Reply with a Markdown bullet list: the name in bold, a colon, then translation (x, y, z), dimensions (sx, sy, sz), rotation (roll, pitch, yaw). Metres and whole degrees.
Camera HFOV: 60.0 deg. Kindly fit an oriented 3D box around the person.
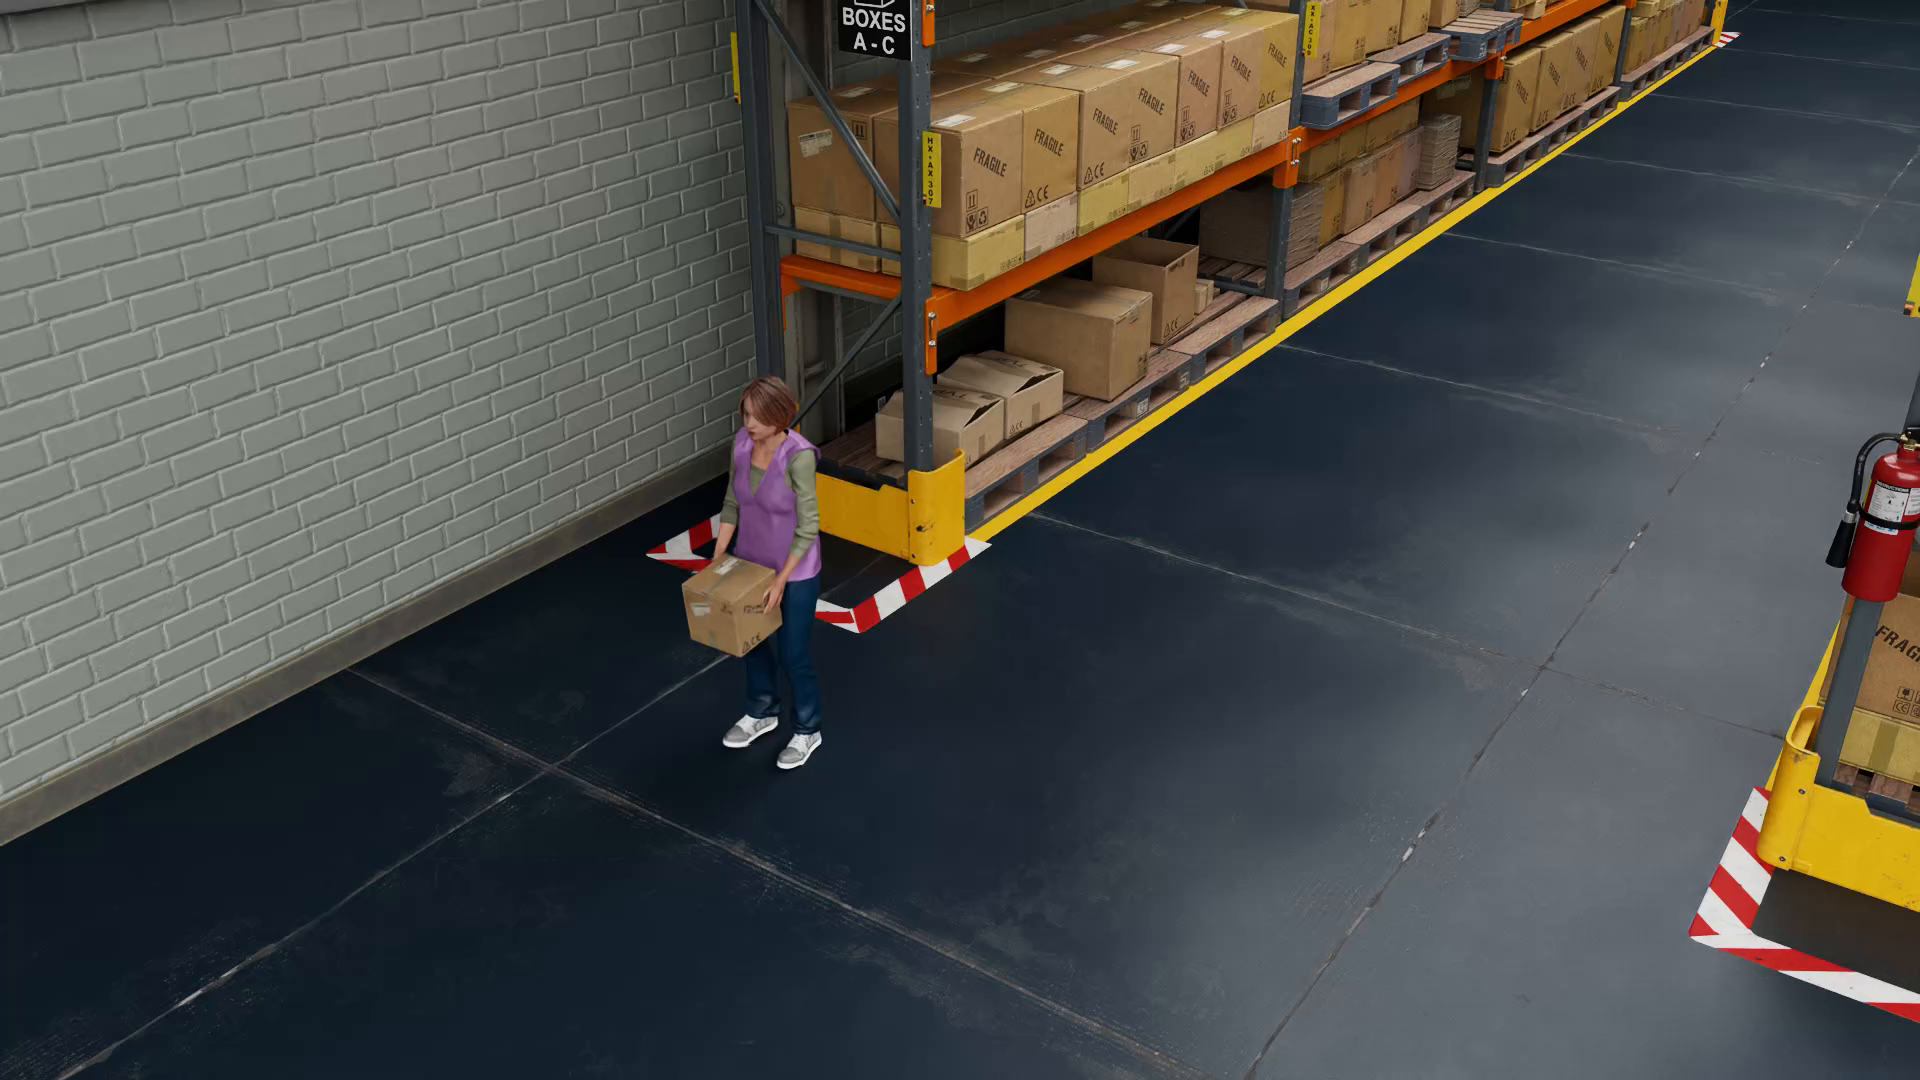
- **person**: translation (-0.730, 0.129, 6.370), dimensions (0.444, 1.603, 0.398), rotation (17, 32, 29)
